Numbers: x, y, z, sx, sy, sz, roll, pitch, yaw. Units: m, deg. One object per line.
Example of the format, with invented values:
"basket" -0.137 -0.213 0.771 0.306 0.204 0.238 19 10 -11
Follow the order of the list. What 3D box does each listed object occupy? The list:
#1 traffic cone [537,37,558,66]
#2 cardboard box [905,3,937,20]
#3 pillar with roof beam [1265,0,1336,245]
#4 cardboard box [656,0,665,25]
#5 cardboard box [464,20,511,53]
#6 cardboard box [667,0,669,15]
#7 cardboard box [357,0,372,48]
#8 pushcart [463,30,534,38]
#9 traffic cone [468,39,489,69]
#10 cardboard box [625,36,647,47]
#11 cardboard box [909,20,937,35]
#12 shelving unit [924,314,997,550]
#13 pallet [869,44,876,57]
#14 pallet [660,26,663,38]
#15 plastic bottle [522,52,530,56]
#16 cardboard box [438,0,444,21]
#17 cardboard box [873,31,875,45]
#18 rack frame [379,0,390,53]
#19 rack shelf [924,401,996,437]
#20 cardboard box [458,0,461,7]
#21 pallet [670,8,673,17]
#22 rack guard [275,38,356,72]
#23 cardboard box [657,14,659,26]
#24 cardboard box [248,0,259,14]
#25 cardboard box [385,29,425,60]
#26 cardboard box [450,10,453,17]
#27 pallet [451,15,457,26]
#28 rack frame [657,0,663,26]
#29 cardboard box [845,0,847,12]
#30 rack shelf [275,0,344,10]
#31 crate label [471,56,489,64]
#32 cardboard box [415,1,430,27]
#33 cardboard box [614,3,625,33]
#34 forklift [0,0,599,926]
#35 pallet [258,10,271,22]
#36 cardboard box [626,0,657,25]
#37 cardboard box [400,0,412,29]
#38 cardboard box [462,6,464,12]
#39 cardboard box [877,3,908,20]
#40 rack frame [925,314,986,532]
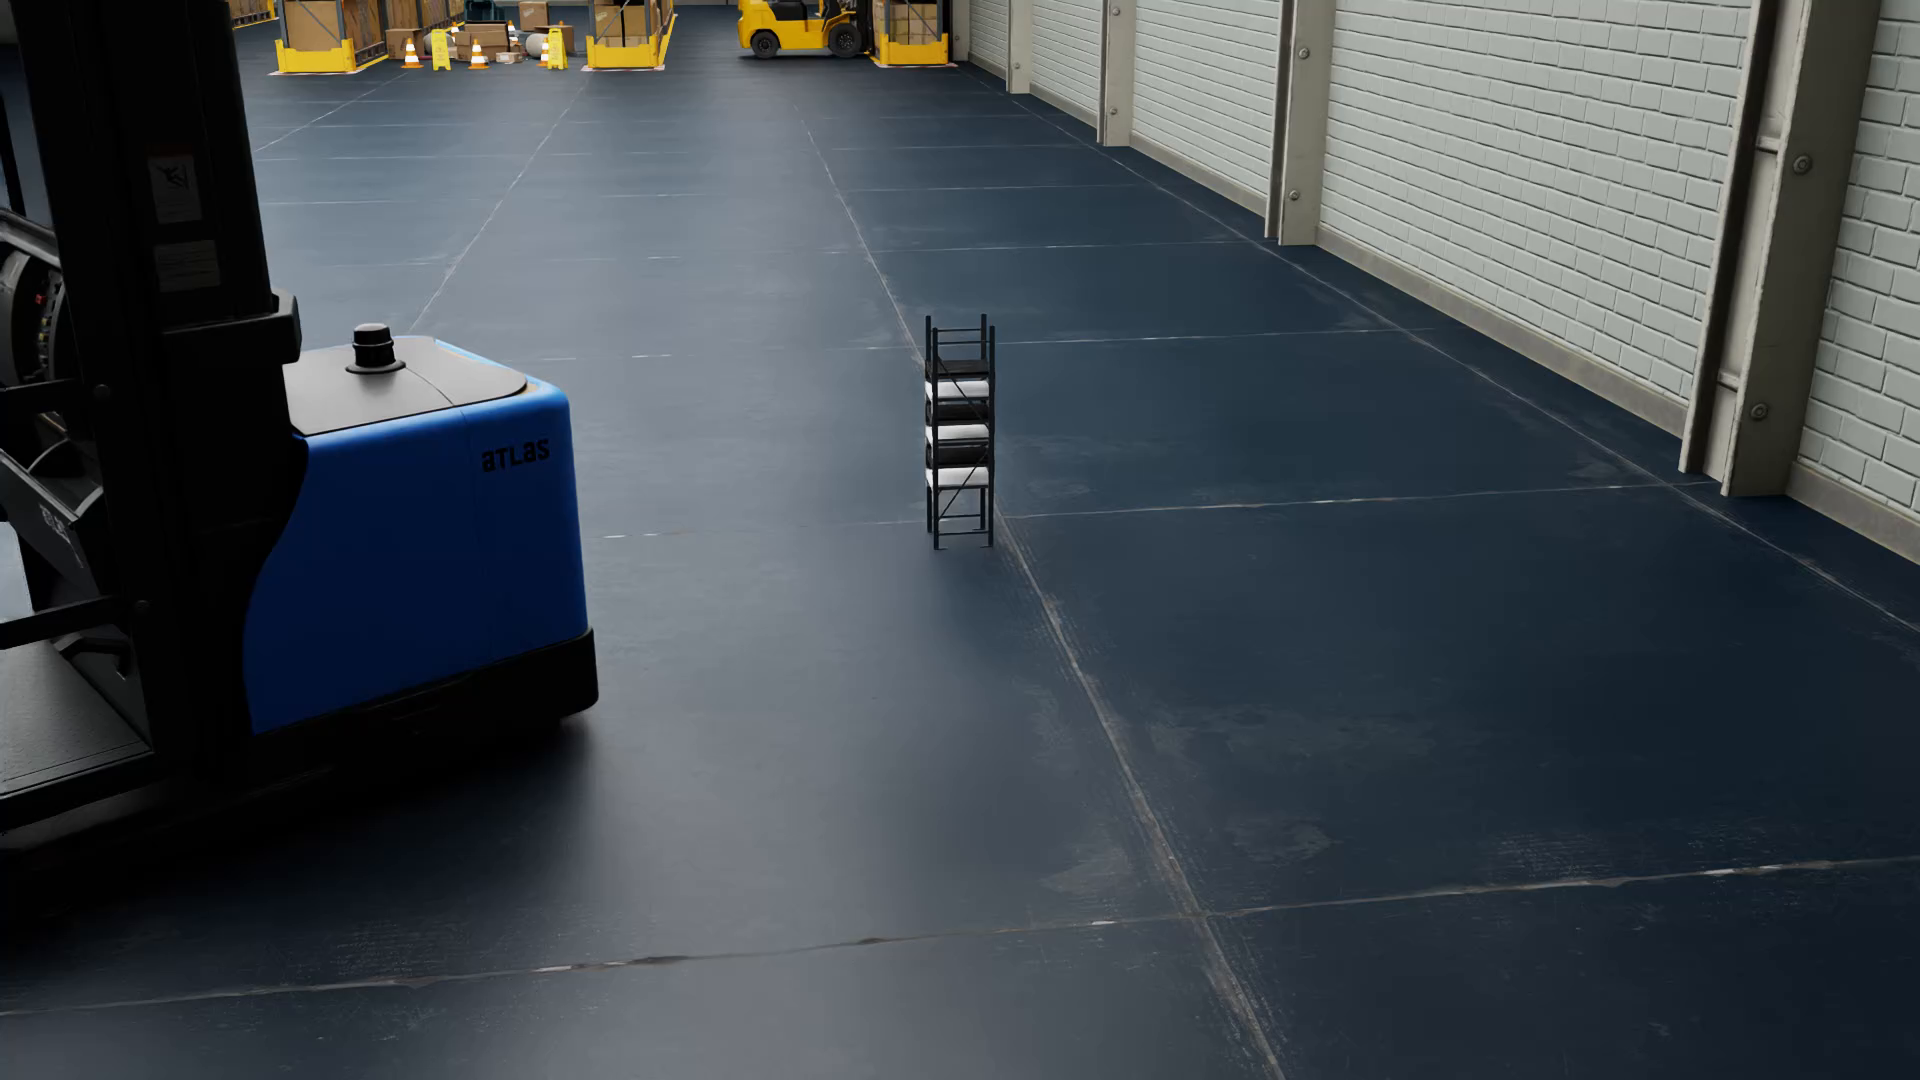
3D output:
"traffic cone" -7.050 -8.334 28.369 0.336 0.463 0.334 -3 21 -8
"cardboard box" -0.682 -9.244 29.079 0.500 0.250 0.500 -3 21 -9
"pillar with roof beam" -1.674 -6.338 10.825 9.100 9.000 0.400 -3 21 -8
"cardboard box" -6.882 -11.654 36.067 0.875 0.875 0.875 -3 21 -8
"cardboard box" -8.612 -9.137 30.266 0.797 0.637 0.503 -3 21 -8
"cardboard box" -7.425 -12.813 39.797 0.875 0.438 0.875 -3 21 -9
"cardboard box" -11.016 -9.207 29.518 0.875 0.875 0.875 -3 21 -7
"pushcart" -8.537 -9.463 31.514 1.648 0.377 0.936 -11 23 -26
"traffic cone" -8.099 -8.161 27.904 0.336 0.463 0.334 -3 21 -8
"cardboard box" -5.554 -8.641 28.894 0.500 0.250 0.500 -3 21 -8
"cardboard box" -0.662 -9.007 29.159 0.500 0.250 0.500 -3 21 -7
"shelving unit" -0.001 -0.424 6.566 0.258 0.900 0.210 -3 21 -8
"pallet" -1.124 -9.069 30.695 1.003 0.211 1.213 -3 21 -8
"pallet" -6.753 -10.632 34.881 1.003 0.211 1.213 -3 21 -8
"plastic bottle" -7.957 -8.906 30.474 0.133 0.061 0.283 1 20 2
"cardboard box" -11.895 -11.914 37.299 0.500 0.500 0.500 -3 21 -9
"cardboard box" -1.306 -9.092 30.103 0.500 0.250 0.500 -3 21 -7
"rack frame" -11.171 -10.539 30.647 1.000 3.000 0.127 -3 21 -8
"rack shelf" -0.001 -0.477 6.546 0.258 0.077 0.200 -3 21 -8
"cardboard box" -12.293 -12.984 40.242 0.380 0.149 0.250 -3 21 -7
"pallet" -7.825 -13.399 42.291 1.003 0.211 1.213 -3 21 -8
"rack guard" -10.591 -7.975 27.354 1.175 0.500 0.348 -3 21 -8
"cardboard box" -6.473 -10.220 32.947 0.950 0.372 0.625 -2 21 -4
"cardboard box" -17.521 -13.148 40.067 0.875 0.875 0.875 -3 21 -8
"cardboard box" -9.932 -8.884 29.784 0.500 0.500 0.500 1 20 2
"cardboard box" -12.059 -12.313 38.869 0.380 0.149 0.250 -4 21 -10
"pallet" -12.456 -12.234 39.169 1.003 0.211 1.213 -3 21 -8
"rack frame" -6.864 -12.209 35.117 1.000 3.000 0.127 -3 21 -8
"cardboard box" -2.288 -11.796 36.983 0.500 0.500 0.500 -3 21 -9
"rack shelf" -10.883 -9.510 28.919 1.077 0.370 4.000 -3 21 -8
"crate label" -8.274 -8.277 28.682 0.250 0.136 0.298 -15 25 -35
"cardboard box" -11.598 -11.208 35.409 0.500 0.500 0.500 -4 21 -10
"cardboard box" -6.163 -9.144 29.168 0.500 0.500 0.500 -2 21 -6
"forklift" -2.561 -0.588 4.101 3.031 2.935 1.130 -17 27 -39
"pallet" -17.631 -12.900 40.952 1.003 0.211 1.213 -3 21 -8
"cardboard box" -5.787 -9.540 30.229 0.500 0.500 0.500 -2 21 -5
"cardboard box" -11.620 -10.549 33.289 1.050 0.750 0.750 -3 21 -7
"cardboard box" -12.381 -13.034 40.800 0.380 0.149 0.250 -4 21 -10
"cardboard box" -1.175 -9.211 28.992 0.500 0.250 0.500 -2 21 -6
"rack frame" -0.016 -0.460 6.660 0.240 0.900 0.006 -3 21 -8
